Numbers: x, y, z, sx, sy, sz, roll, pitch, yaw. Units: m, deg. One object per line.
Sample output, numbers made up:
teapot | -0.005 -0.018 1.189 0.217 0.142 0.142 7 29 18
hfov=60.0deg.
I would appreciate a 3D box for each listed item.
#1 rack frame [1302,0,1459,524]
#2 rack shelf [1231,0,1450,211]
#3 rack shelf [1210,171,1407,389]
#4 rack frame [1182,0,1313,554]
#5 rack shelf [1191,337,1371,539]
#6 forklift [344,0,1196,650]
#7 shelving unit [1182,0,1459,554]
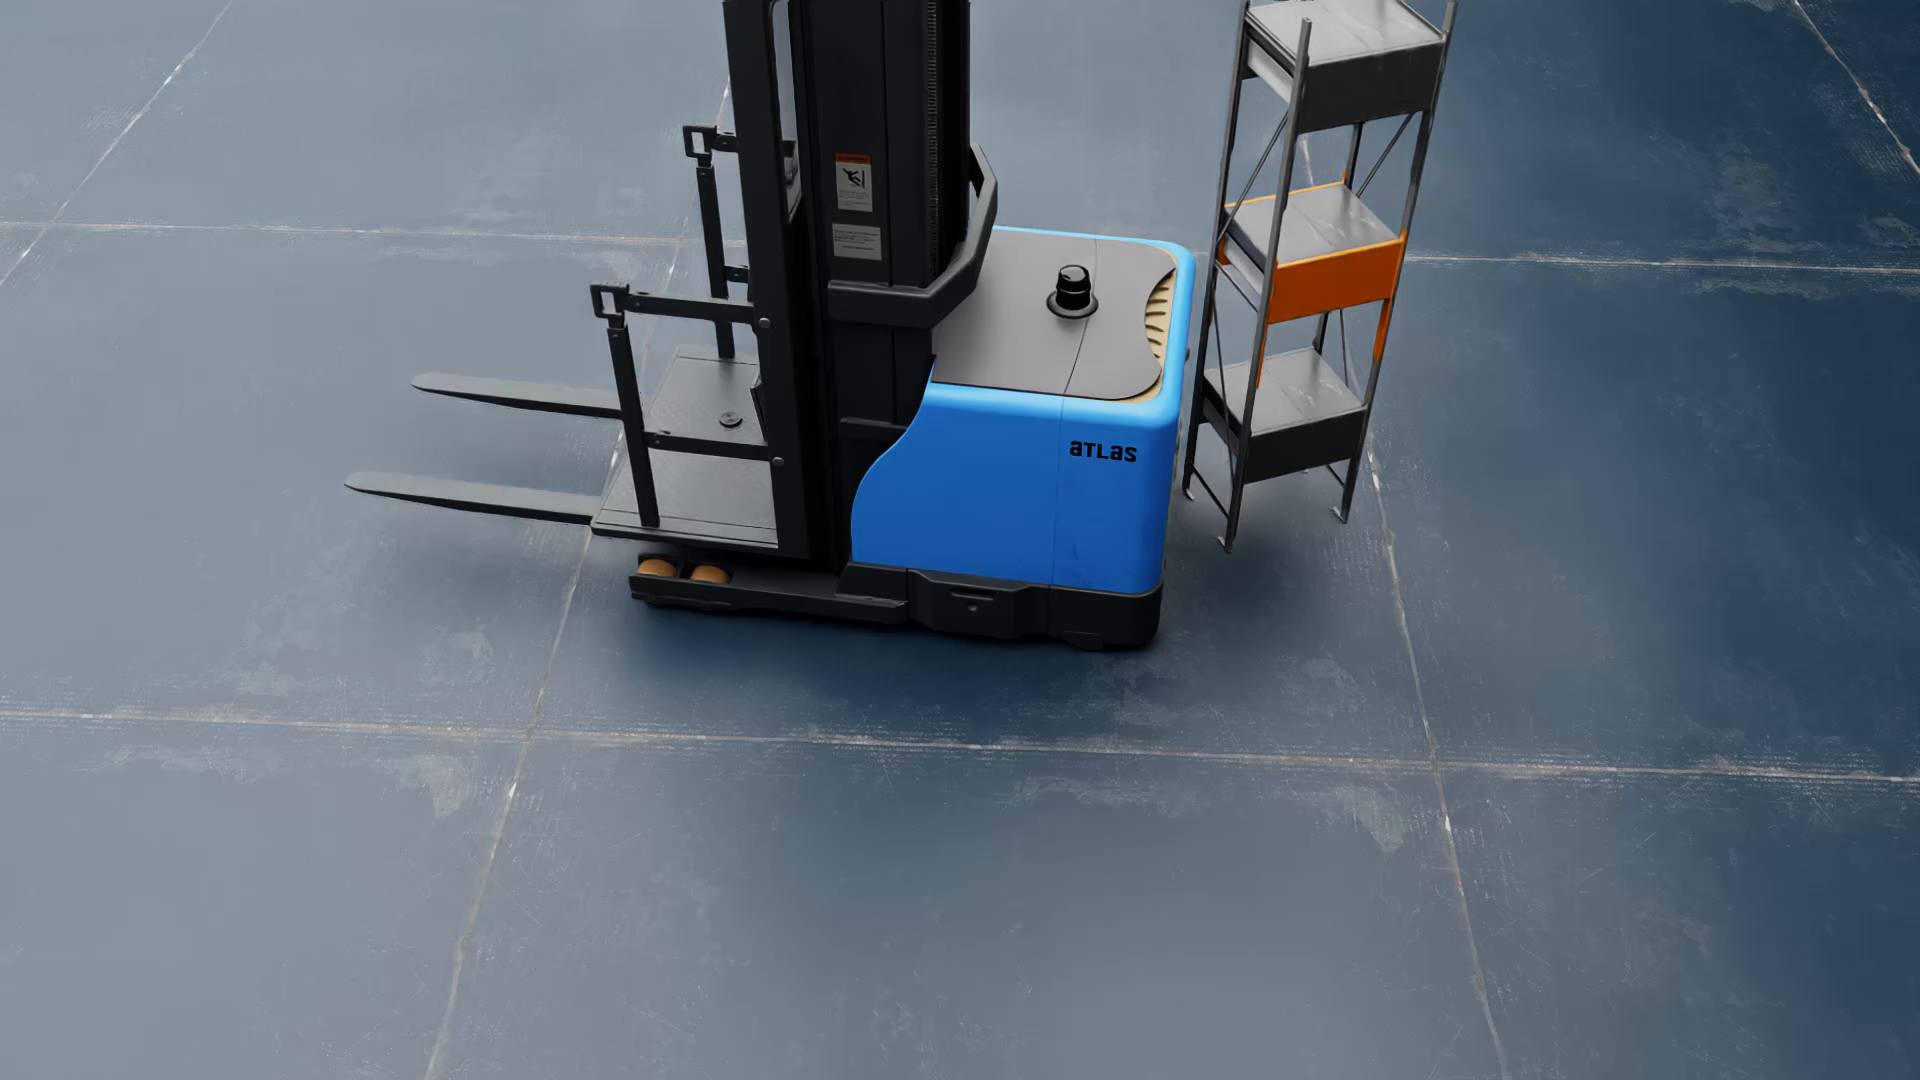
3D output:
rack frame | 1.396 -0.957 5.737 0.015 2.100 0.400 -14 45 -14
rack shelf | 1.166 -1.403 5.209 0.480 0.518 0.431 -14 45 -14
rack shelf | 1.166 -0.891 5.686 0.480 0.518 0.431 -14 45 -14
rack frame | 0.937 -0.845 5.617 0.015 2.100 0.400 -14 45 -14
rack shelf | 1.166 -0.379 6.163 0.480 0.518 0.431 -14 45 -14
forklift | -0.731 -1.167 5.352 3.031 2.935 1.130 7 43 7
shelving unit | 1.166 -0.901 5.677 0.503 2.100 0.431 -14 45 -14
